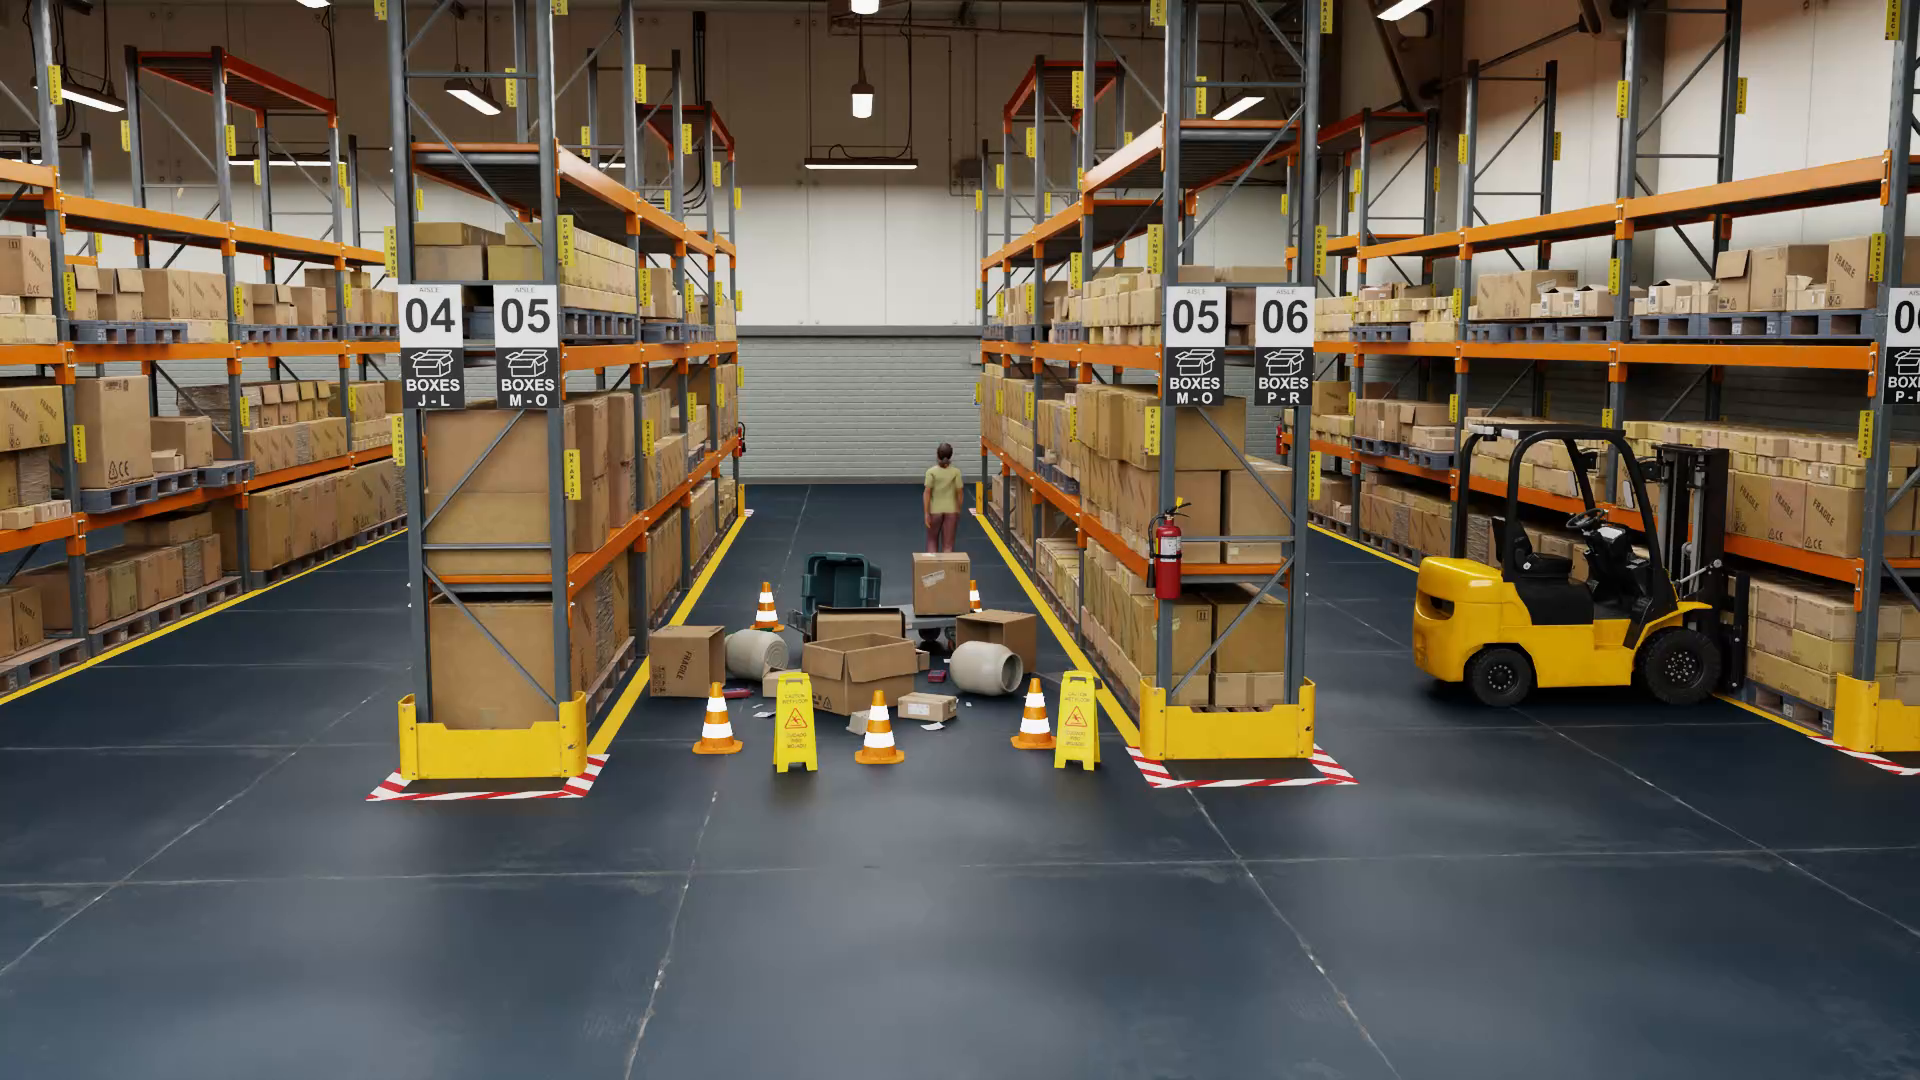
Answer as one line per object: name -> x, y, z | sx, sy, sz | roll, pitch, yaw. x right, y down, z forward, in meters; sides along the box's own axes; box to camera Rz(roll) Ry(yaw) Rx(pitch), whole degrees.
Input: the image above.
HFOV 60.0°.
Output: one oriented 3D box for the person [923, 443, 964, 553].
person -> -0.189, -0.257, 18.949 | 0.459, 1.705, 0.722 | 0, 7, -1
